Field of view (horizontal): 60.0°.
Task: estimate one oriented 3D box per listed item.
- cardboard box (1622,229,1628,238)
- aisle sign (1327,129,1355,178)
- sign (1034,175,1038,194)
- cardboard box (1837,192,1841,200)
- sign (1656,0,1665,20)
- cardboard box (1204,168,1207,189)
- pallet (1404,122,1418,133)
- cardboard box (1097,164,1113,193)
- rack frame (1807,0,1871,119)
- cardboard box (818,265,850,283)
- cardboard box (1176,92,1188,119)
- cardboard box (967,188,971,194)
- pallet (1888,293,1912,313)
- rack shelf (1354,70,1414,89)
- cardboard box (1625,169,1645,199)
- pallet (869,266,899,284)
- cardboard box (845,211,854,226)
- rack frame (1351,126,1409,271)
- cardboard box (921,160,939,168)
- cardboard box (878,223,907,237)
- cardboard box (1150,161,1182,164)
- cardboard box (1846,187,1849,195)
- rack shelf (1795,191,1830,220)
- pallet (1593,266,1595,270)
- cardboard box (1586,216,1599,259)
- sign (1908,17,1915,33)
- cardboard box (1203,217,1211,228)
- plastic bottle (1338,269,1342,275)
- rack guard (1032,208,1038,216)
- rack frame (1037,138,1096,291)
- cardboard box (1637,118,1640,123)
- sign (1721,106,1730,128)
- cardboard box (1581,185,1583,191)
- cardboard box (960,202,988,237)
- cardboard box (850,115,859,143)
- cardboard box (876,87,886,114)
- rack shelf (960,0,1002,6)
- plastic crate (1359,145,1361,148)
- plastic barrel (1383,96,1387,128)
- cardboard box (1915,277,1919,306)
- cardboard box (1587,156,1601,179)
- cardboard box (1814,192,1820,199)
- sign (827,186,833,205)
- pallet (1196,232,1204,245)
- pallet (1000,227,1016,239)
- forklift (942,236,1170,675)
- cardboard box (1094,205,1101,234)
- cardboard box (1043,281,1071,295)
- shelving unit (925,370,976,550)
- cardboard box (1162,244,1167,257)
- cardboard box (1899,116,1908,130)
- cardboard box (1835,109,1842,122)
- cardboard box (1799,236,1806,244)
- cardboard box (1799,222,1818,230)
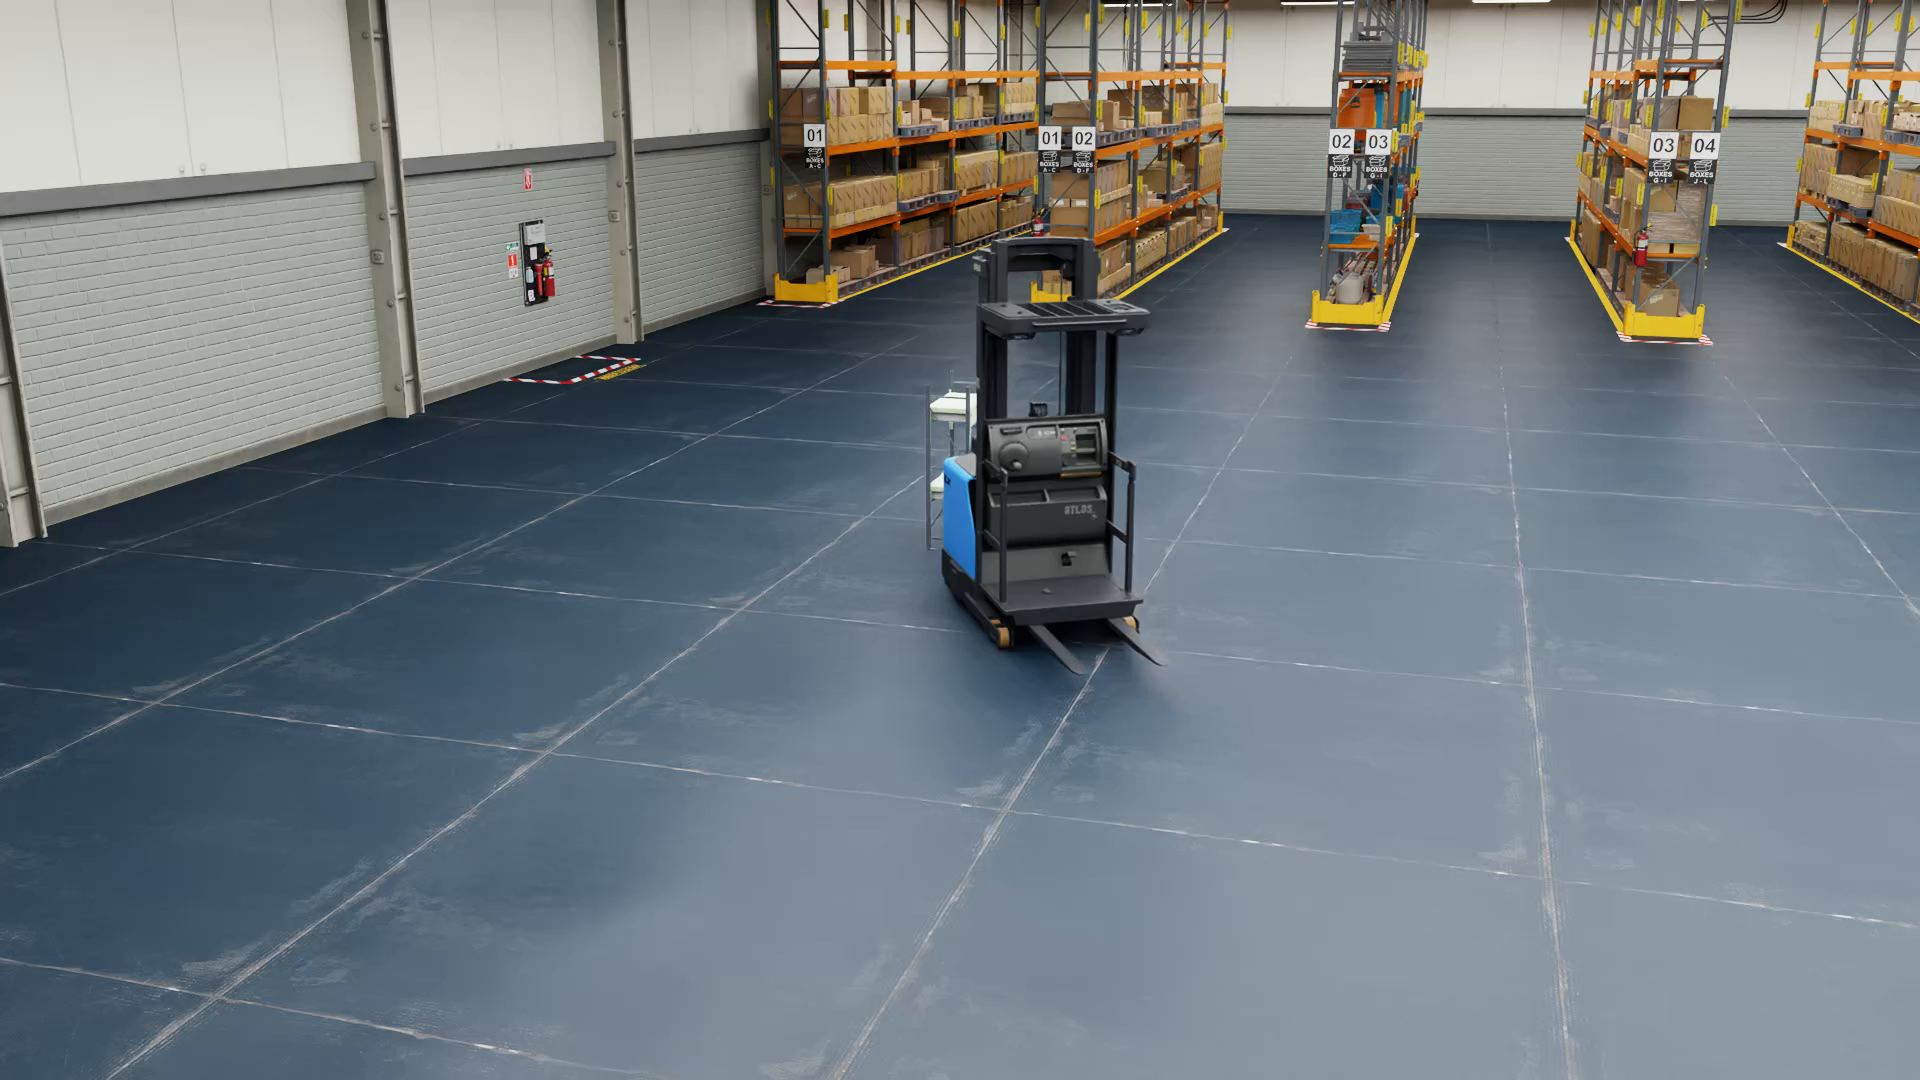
[{"bbox_3d":[11.842,-5.380,29.180,0.380,0.149,0.250,5,16,16],"label":"cardboard box"},{"bbox_3d":[6.302,-6.386,27.504,0.394,0.787,0.004,5,16,16],"label":"aisle sign"},{"bbox_3d":[1.343,-6.233,29.172,0.100,0.325,0.005,5,16,16],"label":"sign"},{"bbox_3d":[18.647,-7.219,34.895,0.380,0.149,0.250,4,16,13],"label":"cardboard box"},{"bbox_3d":[10.829,-8.207,25.692,0.100,0.325,0.005,5,16,16],"label":"sign"},{"bbox_3d":[5.818,-8.950,41.125,0.500,0.500,0.500,5,17,17],"label":"cardboard box"},{"bbox_3d":[9.569,-9.113,36.732,1.003,0.211,1.213,5,16,16],"label":"pallet"},{"bbox_3d":[2.448,-6.725,30.901,0.700,0.500,0.500,5,16,16],"label":"cardboard box"},{"bbox_3d":[20.629,-11.408,38.980,1.000,3.000,0.127,5,16,16],"label":"rack frame"},{"bbox_3d":[-2.447,-5.141,31.999,0.500,0.311,0.500,6,17,20],"label":"cardboard box"},{"bbox_3d":[5.055,-10.271,39.332,0.600,0.600,0.600,3,16,11],"label":"cardboard box"},{"bbox_3d":[0.036,-8.288,39.398,0.380,0.149,0.250,5,17,17],"label":"cardboard box"},{"bbox_3d":[17.366,-4.249,29.843,1.003,0.211,1.213,5,16,16],"label":"pallet"},{"bbox_3d":[8.312,-9.049,32.712,1.077,0.370,4.000,5,16,16],"label":"rack shelf"},{"bbox_3d":[11.980,-6.237,29.181,0.500,0.500,0.500,5,16,16],"label":"cardboard box"},{"bbox_3d":[-1.912,-5.426,33.993,1.003,0.211,1.213,5,16,16],"label":"pallet"},{"bbox_3d":[-2.315,-6.077,31.416,0.500,0.250,0.500,4,16,14],"label":"cardboard box"},{"bbox_3d":[8.880,-7.224,35.223,1.000,3.000,0.127,5,16,16],"label":"rack frame"},{"bbox_3d":[-0.687,-8.472,37.443,0.380,0.149,0.250,2,16,9],"label":"cardboard box"},{"bbox_3d":[-1.440,-6.625,35.511,0.500,0.250,0.500,4,16,15],"label":"cardboard box"},{"bbox_3d":[4.920,-8.799,39.823,0.700,0.500,0.500,-1,16,-3],"label":"cardboard box"},{"bbox_3d":[18.424,-7.156,34.126,0.380,0.149,0.250,5,17,17],"label":"cardboard box"},{"bbox_3d":[20.061,-7.653,38.052,1.077,0.370,4.000,5,16,16],"label":"rack shelf"},{"bbox_3d":[14.274,-6.017,36.077,1.003,0.211,1.213,5,16,16],"label":"pallet"},{"bbox_3d":[14.106,-6.432,35.552,1.225,0.875,0.875,5,16,16],"label":"cardboard box"},{"bbox_3d":[20.026,-10.846,34.995,0.100,0.325,0.005,5,16,16],"label":"sign"},{"bbox_3d":[6.189,-8.184,42.838,0.500,0.250,0.500,5,16,16],"label":"cardboard box"},{"bbox_3d":[7.063,-4.887,31.030,0.144,0.351,0.185,4,16,14],"label":"plastic bottle"},{"bbox_3d":[1.662,-8.889,45.674,1.175,0.500,0.348,5,16,16],"label":"rack guard"},{"bbox_3d":[1.859,-5.516,29.201,1.000,3.000,0.127,5,16,16],"label":"rack frame"},{"bbox_3d":[12.664,-7.628,30.625,0.396,0.266,0.258,5,17,18],"label":"cardboard box"},{"bbox_3d":[11.876,-6.569,25.813,0.100,0.325,0.005,5,16,16],"label":"sign"},{"bbox_3d":[15.195,-8.476,40.096,0.380,0.149,0.250,4,16,15],"label":"cardboard box"},{"bbox_3d":[0.209,-7.794,40.401,0.750,0.750,0.750,5,17,18],"label":"cardboard box"},{"bbox_3d":[-2.226,-7.742,31.332,0.500,0.500,0.500,5,17,18],"label":"cardboard box"},{"bbox_3d":[-1.784,-8.631,32.632,0.500,0.500,0.500,6,17,19],"label":"cardboard box"},{"bbox_3d":[-0.050,-12.655,38.602,1.077,0.370,4.000,5,16,16],"label":"rack shelf"},{"bbox_3d":[7.034,-7.127,29.772,0.336,0.188,0.450,5,16,16],"label":"plastic crate"},{"bbox_3d":[8.253,-8.505,33.453,0.600,0.830,0.708,5,16,16],"label":"plastic barrel"},{"bbox_3d":[16.973,-4.403,28.402,0.875,0.875,0.875,5,17,17],"label":"cardboard box"},{"bbox_3d":[14.786,-8.590,38.394,0.500,0.500,0.500,5,17,16],"label":"cardboard box"},{"bbox_3d":[19.725,-7.862,37.932,0.380,0.149,0.250,5,17,17],"label":"cardboard box"},{"bbox_3d":[-2.371,-6.274,30.286,0.100,0.325,0.005,5,16,16],"label":"sign"},{"bbox_3d":[5.465,-7.494,41.284,1.003,0.211,1.213,5,16,16],"label":"pallet"},{"bbox_3d":[0.810,-7.890,42.681,1.003,0.211,1.213,5,16,16],"label":"pallet"},{"bbox_3d":[0.724,-0.713,12.392,1.130,2.935,3.031,-4,16,-15],"label":"forklift"},{"bbox_3d":[2.148,-5.823,30.101,0.700,0.500,0.500,5,17,17],"label":"cardboard box"},{"bbox_3d":[1.728,-4.559,30.095,0.500,0.250,0.500,5,16,16],"label":"cardboard box"},{"bbox_3d":[-0.002,-0.720,15.039,0.431,1.500,0.755,5,16,16],"label":"shelving unit"},{"bbox_3d":[4.217,-6.332,36.346,0.500,0.250,0.500,5,17,17],"label":"cardboard box"},{"bbox_3d":[17.797,-7.747,30.890,0.500,0.250,0.500,5,17,17],"label":"cardboard box"},{"bbox_3d":[19.380,-9.227,36.147,0.500,0.250,0.500,4,16,13],"label":"cardboard box"},{"bbox_3d":[19.936,-7.042,39.034,0.380,0.149,0.250,5,17,17],"label":"cardboard box"},{"bbox_3d":[19.997,-7.391,39.174,0.380,0.149,0.250,5,16,16],"label":"cardboard box"}]
